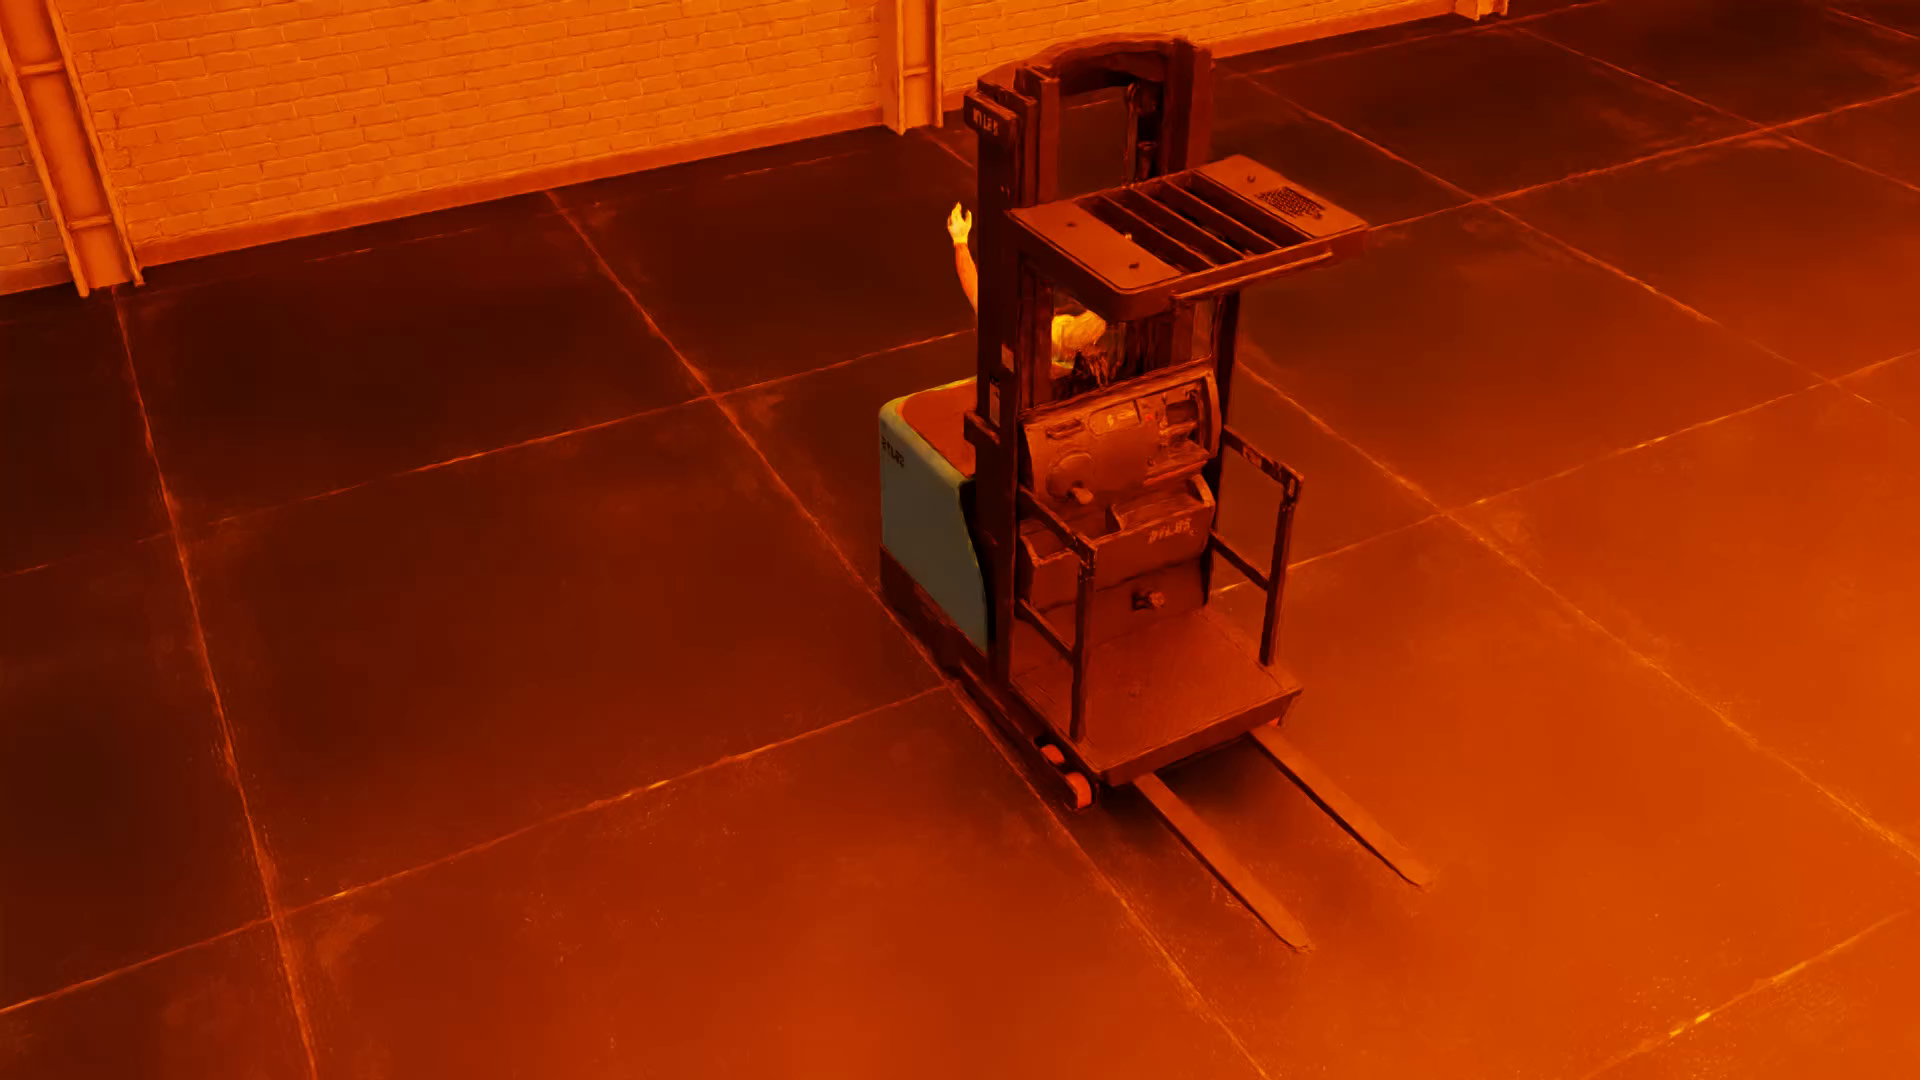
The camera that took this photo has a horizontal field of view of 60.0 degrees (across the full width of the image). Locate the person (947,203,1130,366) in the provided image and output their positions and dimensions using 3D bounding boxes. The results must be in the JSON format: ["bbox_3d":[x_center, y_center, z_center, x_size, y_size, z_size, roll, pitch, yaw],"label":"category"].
[{"bbox_3d":[0.396,-0.927,8.536,1.053,1.674,0.804,26,43,32],"label":"person"}]

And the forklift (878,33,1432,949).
[{"bbox_3d":[0.778,-0.359,6.630,1.130,2.935,3.031,-18,39,-24],"label":"forklift"}]
